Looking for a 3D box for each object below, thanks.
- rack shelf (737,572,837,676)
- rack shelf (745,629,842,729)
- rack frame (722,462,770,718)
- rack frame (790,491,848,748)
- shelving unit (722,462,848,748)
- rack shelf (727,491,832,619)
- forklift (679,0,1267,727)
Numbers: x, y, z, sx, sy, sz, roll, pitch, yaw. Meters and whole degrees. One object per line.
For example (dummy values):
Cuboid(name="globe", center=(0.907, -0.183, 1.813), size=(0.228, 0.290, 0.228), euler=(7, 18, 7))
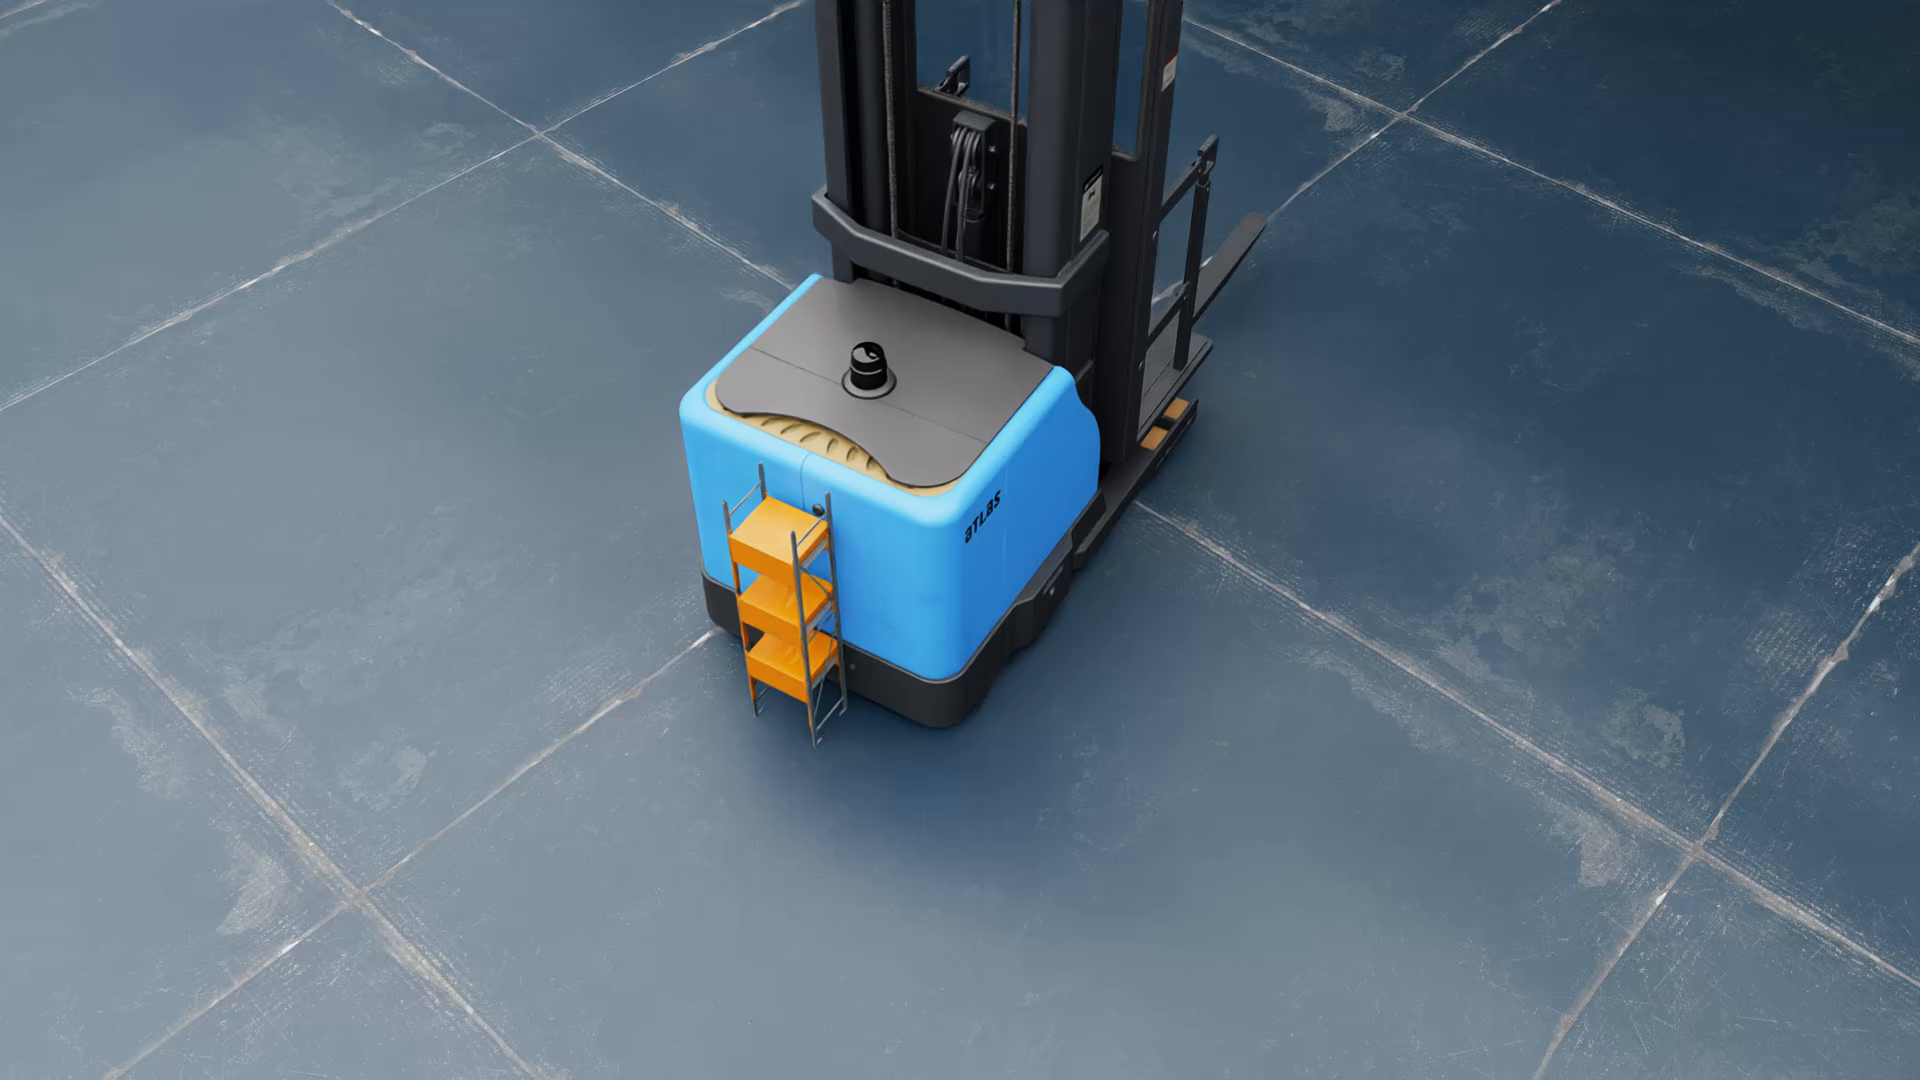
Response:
Cuboid(name="rack shelf", center=(-0.545, 0.239, 5.320), size=(0.240, 0.259, 0.215), euler=(23, 51, 20))
Cuboid(name="rack shelf", center=(-0.545, 0.429, 5.523), size=(0.240, 0.259, 0.215), euler=(23, 51, 20))
Cuboid(name="rack frame", center=(-0.650, 0.186, 5.355), size=(0.008, 1.050, 0.200), euler=(23, 51, 20))
Cuboid(name="rack frame", center=(-0.440, 0.277, 5.270), size=(0.008, 1.050, 0.200), euler=(23, 51, 20))
Cuboid(name="shelving unit", center=(-0.545, 0.232, 5.312), size=(0.252, 1.050, 0.215), euler=(23, 51, 20))
Cuboid(name="rack shelf", center=(-0.545, 0.045, 5.113), size=(0.240, 0.259, 0.215), euler=(23, 51, 20))
Cuboid(name="forklift", center=(0.286, -1.442, 5.593), size=(1.130, 2.935, 3.031), euler=(23, 51, 20))
